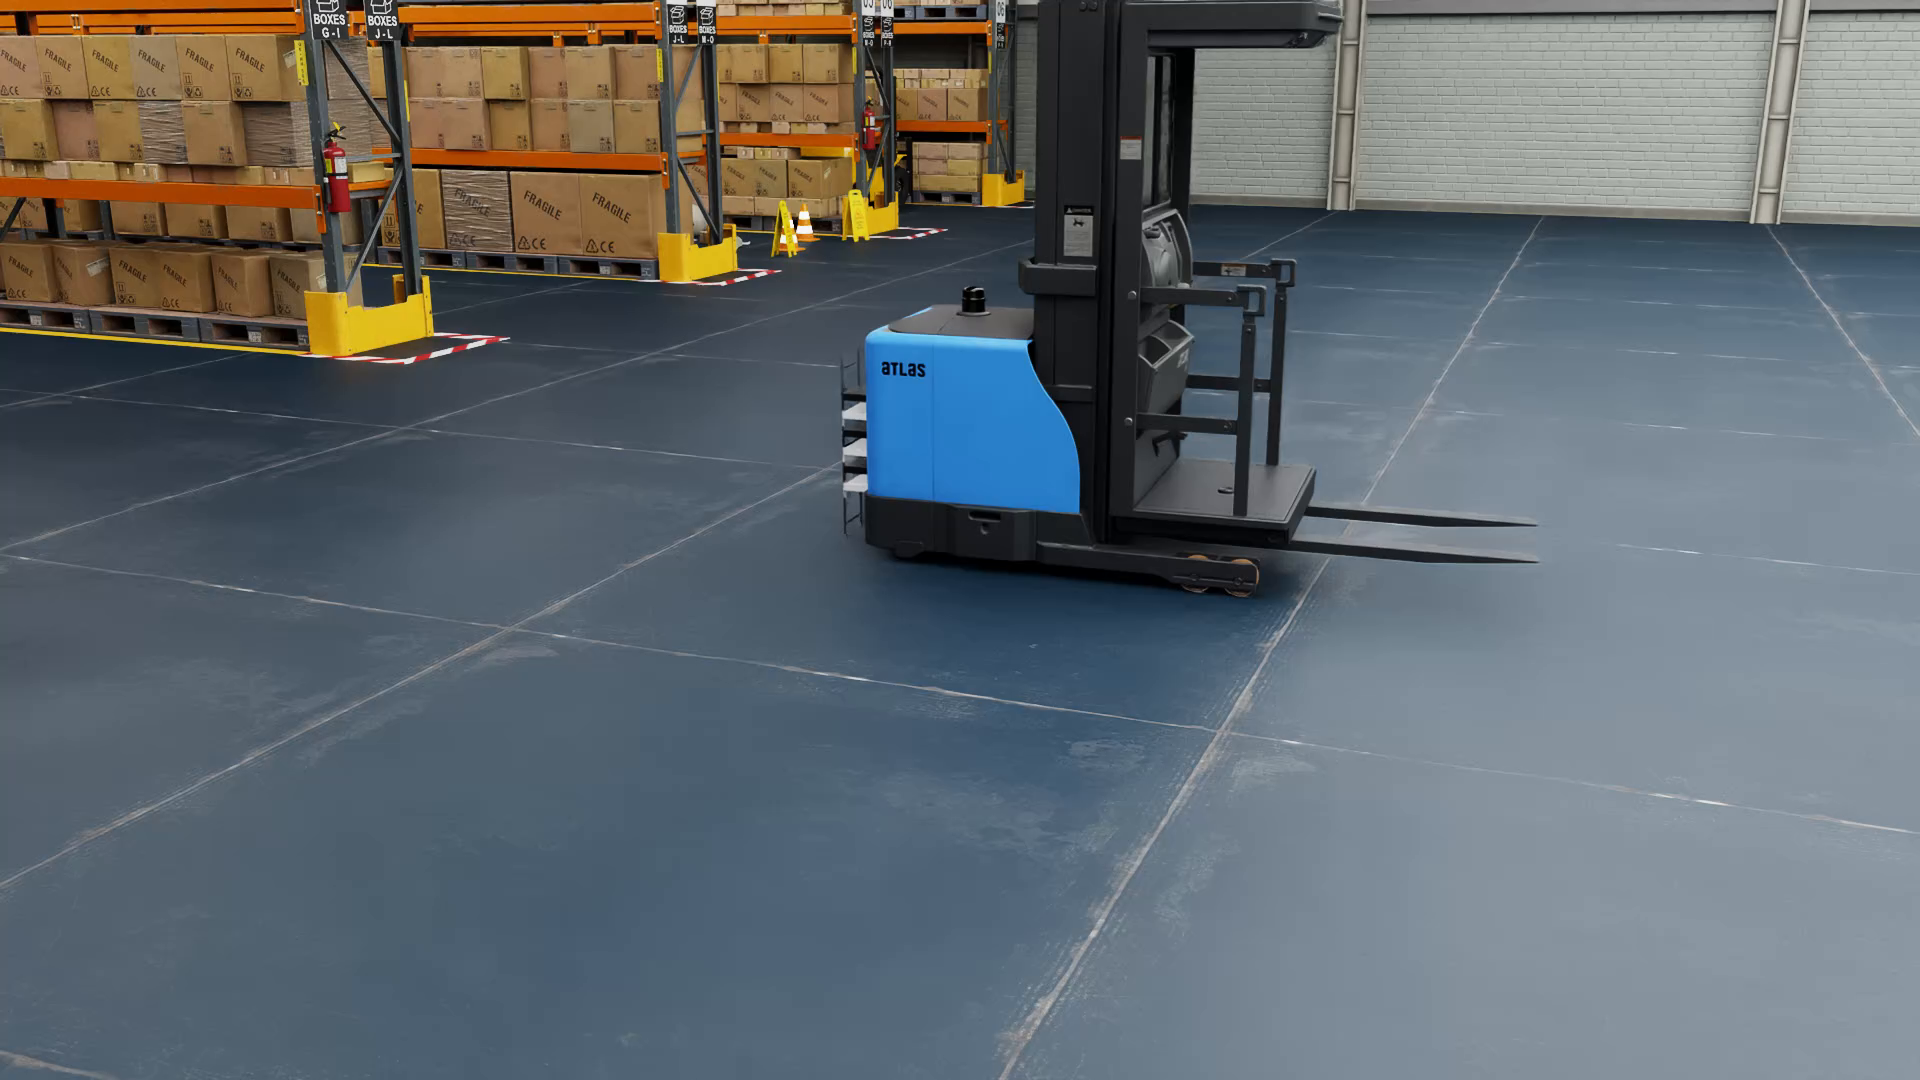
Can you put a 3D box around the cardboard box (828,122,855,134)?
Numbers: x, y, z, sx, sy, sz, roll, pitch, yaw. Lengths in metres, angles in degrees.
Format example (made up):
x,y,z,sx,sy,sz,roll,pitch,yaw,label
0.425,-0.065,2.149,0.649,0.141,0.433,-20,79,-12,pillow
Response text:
x,y,z,sx,sy,sz,roll,pitch,yaw,label
-1.563,-5.484,22.136,0.250,0.149,0.380,7,18,22,cardboard box

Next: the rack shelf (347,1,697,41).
x,y,z,sx,sy,sz,roll,pitch,yaw,label
-4.719,-5.628,18.089,4.000,0.370,1.077,6,17,21,rack shelf

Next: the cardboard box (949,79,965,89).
x,y,z,sx,sy,sz,roll,pitch,yaw,label
0.007,-7.251,26.427,0.250,0.149,0.380,7,17,22,cardboard box

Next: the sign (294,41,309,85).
x,y,z,sx,sy,sz,roll,pitch,yaw,label
-4.995,-3.618,12.613,0.005,0.325,0.100,6,17,21,sign

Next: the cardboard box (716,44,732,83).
x,y,z,sx,sy,sz,roll,pitch,yaw,label
-3.085,-6.455,22.523,0.500,0.500,0.700,6,17,20,cardboard box

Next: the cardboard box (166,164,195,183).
x,y,z,sx,sy,sz,roll,pitch,yaw,label
-6.283,-3.031,13.684,0.250,0.149,0.380,6,17,21,cardboard box

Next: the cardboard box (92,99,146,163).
x,y,z,sx,sy,sz,roll,pitch,yaw,label
-6.694,-3.443,13.940,0.500,0.500,0.875,6,17,21,cardboard box

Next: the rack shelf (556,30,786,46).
x,y,z,sx,sy,sz,roll,pitch,yaw,label
-4.900,-8.619,28.392,4.000,0.370,1.077,6,17,21,rack shelf

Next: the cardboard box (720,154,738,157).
x,y,z,sx,sy,sz,roll,pitch,yaw,label
-3.260,-5.178,23.465,0.500,0.500,0.500,7,18,24,cardboard box

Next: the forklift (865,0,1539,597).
x,y,z,sx,sy,sz,roll,pitch,yaw,label
1.125,-1.323,7.474,3.031,2.935,1.130,5,17,17,forklift

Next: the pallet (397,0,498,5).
x,y,z,sx,sy,sz,roll,pitch,yaw,label
-5.823,-6.049,18.408,1.213,0.211,1.003,6,17,21,pallet

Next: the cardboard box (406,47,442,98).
x,y,z,sx,sy,sz,roll,pitch,yaw,label
-5.695,-5.255,18.690,0.550,0.550,0.875,6,17,21,cardboard box

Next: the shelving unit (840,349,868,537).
x,y,z,sx,sy,sz,roll,pitch,yaw,label
-0.438,-0.471,8.183,0.210,0.900,0.258,5,17,17,shelving unit

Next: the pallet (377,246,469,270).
x,y,z,sx,sy,sz,roll,pitch,yaw,label
-5.901,-3.300,19.163,1.213,0.211,1.003,6,17,21,pallet

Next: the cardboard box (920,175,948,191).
x,y,z,sx,sy,sz,roll,pitch,yaw,label
-0.331,-5.811,26.988,0.500,0.250,0.500,6,17,21,cardboard box

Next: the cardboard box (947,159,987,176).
x,y,z,sx,sy,sz,roll,pitch,yaw,label
0.114,-6.000,26.743,0.500,0.250,0.500,6,17,20,cardboard box

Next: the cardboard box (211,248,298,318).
x,y,z,sx,sy,sz,roll,pitch,yaw,label
-5.916,-2.174,14.012,0.500,0.500,0.500,12,20,35,cardboard box

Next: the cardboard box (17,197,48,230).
x,y,z,sx,sy,sz,roll,pitch,yaw,label
-11.491,-4.201,20.996,0.500,0.500,0.500,7,18,23,cardboard box

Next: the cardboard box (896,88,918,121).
x,y,z,sx,sy,sz,roll,pitch,yaw,label
-0.829,-7.048,26.892,0.500,0.500,0.500,6,17,20,cardboard box

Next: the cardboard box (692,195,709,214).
x,y,z,sx,sy,sz,roll,pitch,yaw,label
-3.413,-4.677,23.083,0.500,0.250,0.500,6,17,20,cardboard box

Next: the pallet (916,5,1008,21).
x,y,z,sx,sy,sz,roll,pitch,yaw,label
0.033,-8.387,26.462,1.213,0.211,1.003,6,17,21,pallet

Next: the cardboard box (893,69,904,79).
x,y,z,sx,sy,sz,roll,pitch,yaw,label
-0.953,-7.499,26.748,0.250,0.149,0.380,7,17,22,cardboard box

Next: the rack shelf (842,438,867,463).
x,y,z,sx,sy,sz,roll,pitch,yaw,label
-0.438,-0.439,8.192,0.200,0.077,0.258,5,17,17,rack shelf

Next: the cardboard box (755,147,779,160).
x,y,z,sx,sy,sz,roll,pitch,yaw,label
-2.576,-5.236,22.500,0.250,0.149,0.380,7,17,22,cardboard box

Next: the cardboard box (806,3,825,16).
x,y,z,sx,sy,sz,roll,pitch,yaw,label
-1.815,-6.923,21.711,0.250,0.149,0.380,6,17,21,cardboard box

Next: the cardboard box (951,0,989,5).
x,y,z,sx,sy,sz,roll,pitch,yaw,label
0.180,-8.630,26.030,0.500,0.500,0.500,7,18,22,cardboard box

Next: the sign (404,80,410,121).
x,y,z,sx,sy,sz,roll,pitch,yaw,label
-4.574,-3.609,13.671,0.005,0.325,0.100,6,17,21,sign

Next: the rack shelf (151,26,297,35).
x,y,z,sx,sy,sz,roll,pitch,yaw,label
-10.439,-7.740,25.366,4.000,0.370,1.077,6,17,21,rack shelf

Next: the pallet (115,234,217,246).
x,y,z,sx,sy,sz,roll,pitch,yaw,label
-9.595,-3.707,20.565,1.213,0.211,1.003,6,17,21,pallet

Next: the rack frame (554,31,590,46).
x,y,z,sx,sy,sz,roll,pitch,yaw,label
-6.761,-7.728,29.415,0.127,3.000,1.000,6,17,21,rack frame

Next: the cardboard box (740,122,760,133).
x,y,z,sx,sy,sz,roll,pitch,yaw,label
-2.779,-5.597,22.524,0.250,0.149,0.380,6,17,20,cardboard box

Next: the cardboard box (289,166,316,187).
x,y,z,sx,sy,sz,roll,pitch,yaw,label
-5.114,-2.907,13.258,0.250,0.149,0.380,6,17,21,cardboard box

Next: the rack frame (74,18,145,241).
x,y,z,sx,sy,sz,roll,pitch,yaw,label
-10.301,-5.147,20.521,0.127,3.000,1.000,6,17,21,rack frame

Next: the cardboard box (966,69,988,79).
x,y,z,sx,sy,sz,roll,pitch,yaw,label
0.271,-7.394,26.388,0.250,0.149,0.380,6,17,21,cardboard box

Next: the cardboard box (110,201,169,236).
x,y,z,sx,sy,sz,roll,pitch,yaw,label
-9.767,-4.182,20.481,0.750,0.750,1.050,6,17,20,cardboard box

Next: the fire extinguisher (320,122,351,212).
x,y,z,sx,sy,sz,roll,pitch,yaw,label
-4.835,-2.884,12.866,0.183,0.674,0.296,6,17,21,fire extinguisher

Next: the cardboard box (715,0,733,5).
x,y,z,sx,sy,sz,roll,pitch,yaw,label
-3.134,-7.271,22.194,0.500,0.250,0.500,6,17,21,cardboard box

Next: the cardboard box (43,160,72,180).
x,y,z,sx,sy,sz,roll,pitch,yaw,label
-7.480,-3.134,14.039,0.250,0.149,0.380,6,17,21,cardboard box

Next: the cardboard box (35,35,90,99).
x,y,z,sx,sy,sz,roll,pitch,yaw,label
-7.238,-3.918,13.784,0.500,0.500,0.500,6,17,21,cardboard box

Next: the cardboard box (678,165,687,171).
x,y,z,sx,sy,sz,roll,pitch,yaw,label
-3.906,-5.091,23.163,0.500,0.500,0.500,7,18,23,cardboard box

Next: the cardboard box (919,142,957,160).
x,y,z,sx,sy,sz,roll,pitch,yaw,label
-0.339,-6.288,26.840,0.500,0.250,0.500,7,17,22,cardboard box

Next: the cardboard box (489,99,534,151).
x,y,z,sx,sy,sz,roll,pitch,yaw,label
-4.723,-4.610,18.405,0.500,0.550,0.875,6,17,21,cardboard box

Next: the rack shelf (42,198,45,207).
x,y,z,sx,sy,sz,roll,pitch,yaw,label
-10.354,-3.320,15.521,4.000,0.370,1.077,6,17,21,rack shelf

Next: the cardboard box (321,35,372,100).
x,y,z,sx,sy,sz,roll,pitch,yaw,label
-5.184,-3.850,13.549,0.500,0.500,0.500,6,17,21,cardboard box

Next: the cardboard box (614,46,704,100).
x,y,z,sx,sy,sz,roll,pitch,yaw,label
-3.190,-4.967,17.696,0.550,0.550,0.875,6,17,21,cardboard box

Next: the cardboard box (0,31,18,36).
x,y,z,sx,sy,sz,roll,pitch,yaw,label
-9.182,-4.069,14.979,1.000,1.000,1.000,6,17,21,cardboard box

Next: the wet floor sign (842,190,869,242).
x,y,z,sx,sy,sz,roll,pitch,yaw,label
-1.353,-4.195,21.466,0.232,0.644,0.267,14,21,40,wet floor sign

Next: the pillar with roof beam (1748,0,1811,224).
x,y,z,sx,sy,sz,roll,pitch,yaw,label
9.948,-7.752,18.736,0.400,9.000,9.100,6,17,21,pillar with roof beam

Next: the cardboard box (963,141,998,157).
x,y,z,sx,sy,sz,roll,pitch,yaw,label
0.303,-6.370,27.120,0.500,0.250,0.500,6,17,20,cardboard box

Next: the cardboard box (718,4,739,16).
x,y,z,sx,sy,sz,roll,pitch,yaw,label
-3.016,-7.052,22.154,0.250,0.149,0.380,6,17,20,cardboard box

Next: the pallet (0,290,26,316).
x,y,z,sx,sy,sz,roll,pitch,yaw,label
-9.219,-2.201,15.378,1.213,0.211,1.003,6,17,21,pallet

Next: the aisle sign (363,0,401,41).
x,y,z,sx,sy,sz,roll,pitch,yaw,label
-4.605,-4.372,13.191,0.004,0.787,0.394,6,17,21,aisle sign

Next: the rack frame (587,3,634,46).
x,y,z,sx,sy,sz,roll,pitch,yaw,label
-4.858,-6.032,23.570,0.127,3.000,1.000,6,17,21,rack frame

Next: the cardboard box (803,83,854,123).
x,y,z,sx,sy,sz,roll,pitch,yaw,label
-1.743,-5.797,22.050,0.500,0.500,0.500,6,17,20,cardboard box
